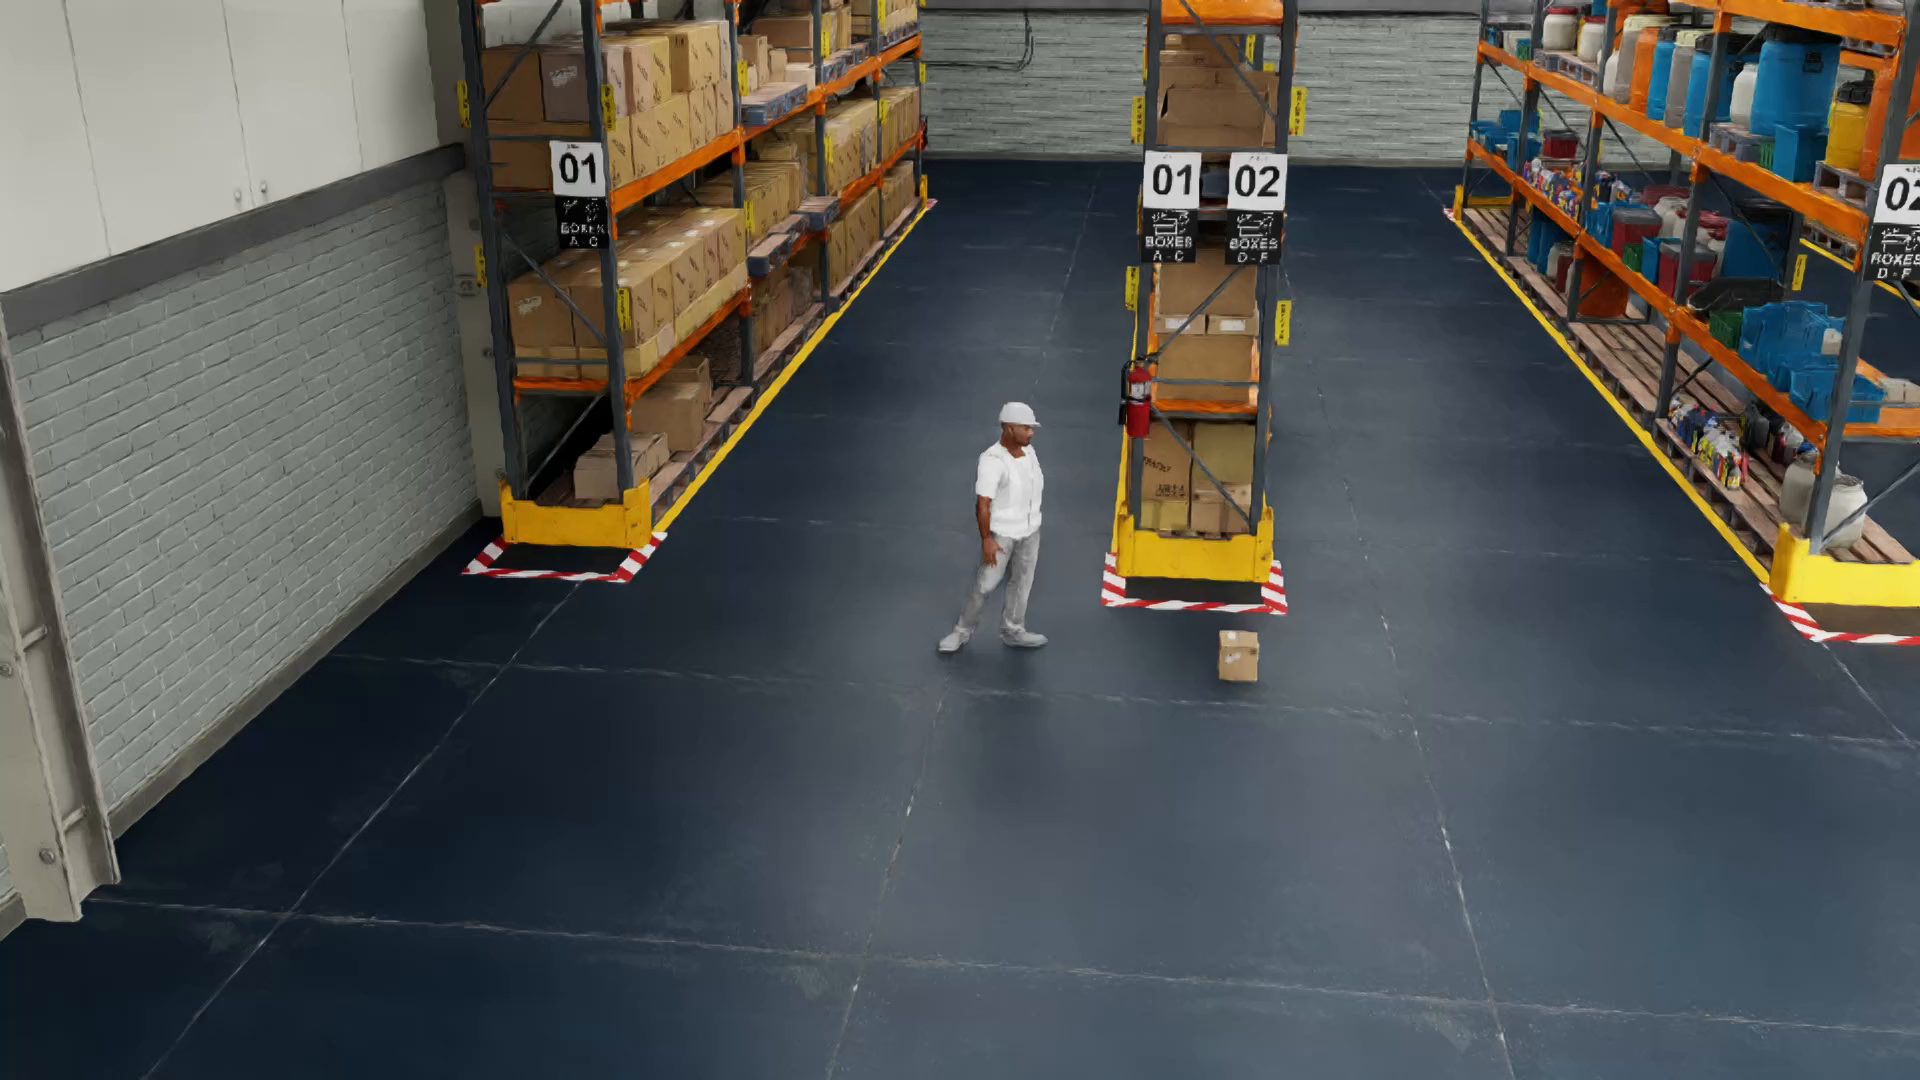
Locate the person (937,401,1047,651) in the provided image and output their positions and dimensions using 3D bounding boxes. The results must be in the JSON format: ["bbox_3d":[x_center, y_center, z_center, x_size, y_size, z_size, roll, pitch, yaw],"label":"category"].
[{"bbox_3d":[0.225,-0.064,11.220,0.488,1.767,0.737,19,28,40],"label":"person"}]
